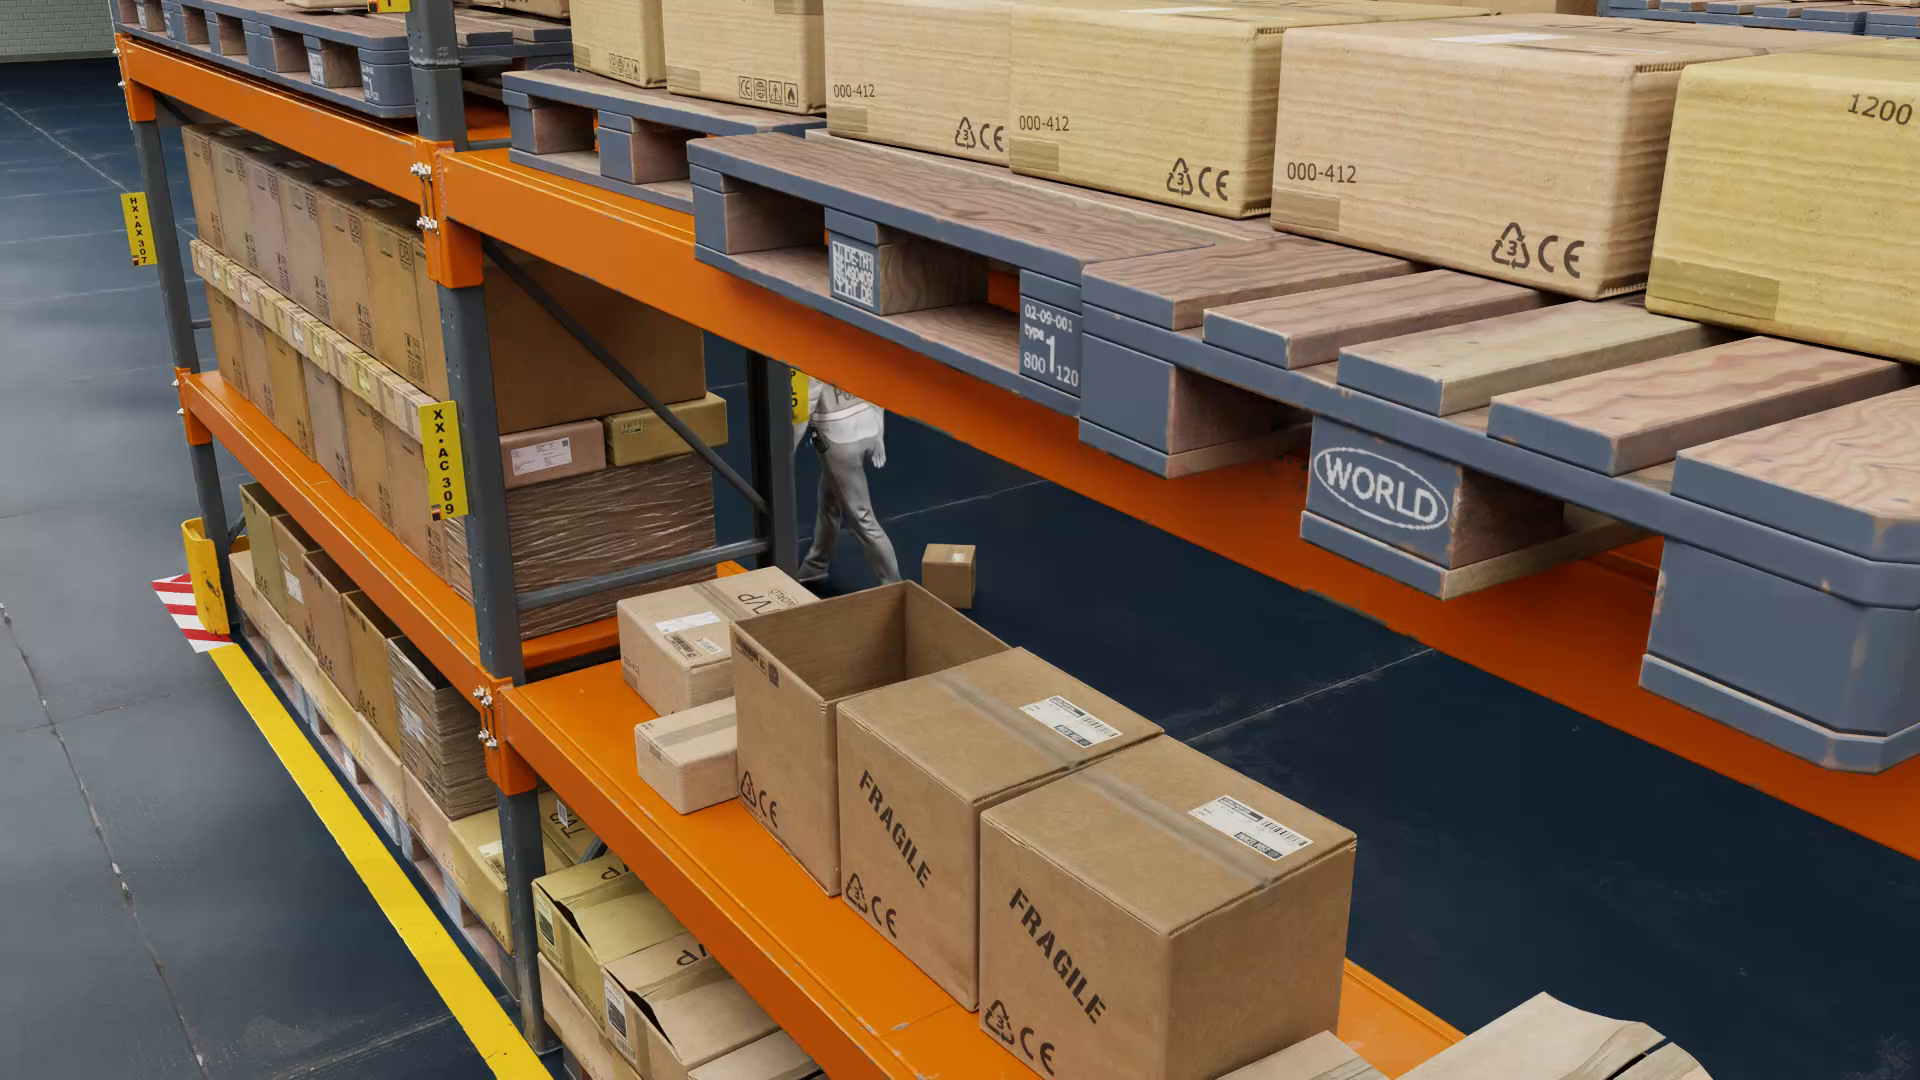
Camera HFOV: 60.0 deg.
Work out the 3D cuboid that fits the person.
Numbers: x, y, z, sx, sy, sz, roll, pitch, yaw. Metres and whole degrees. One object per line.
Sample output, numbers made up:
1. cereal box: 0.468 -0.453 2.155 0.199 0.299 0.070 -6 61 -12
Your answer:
1. person: -0.608 -0.444 8.233 0.854 1.680 0.511 12 24 27
